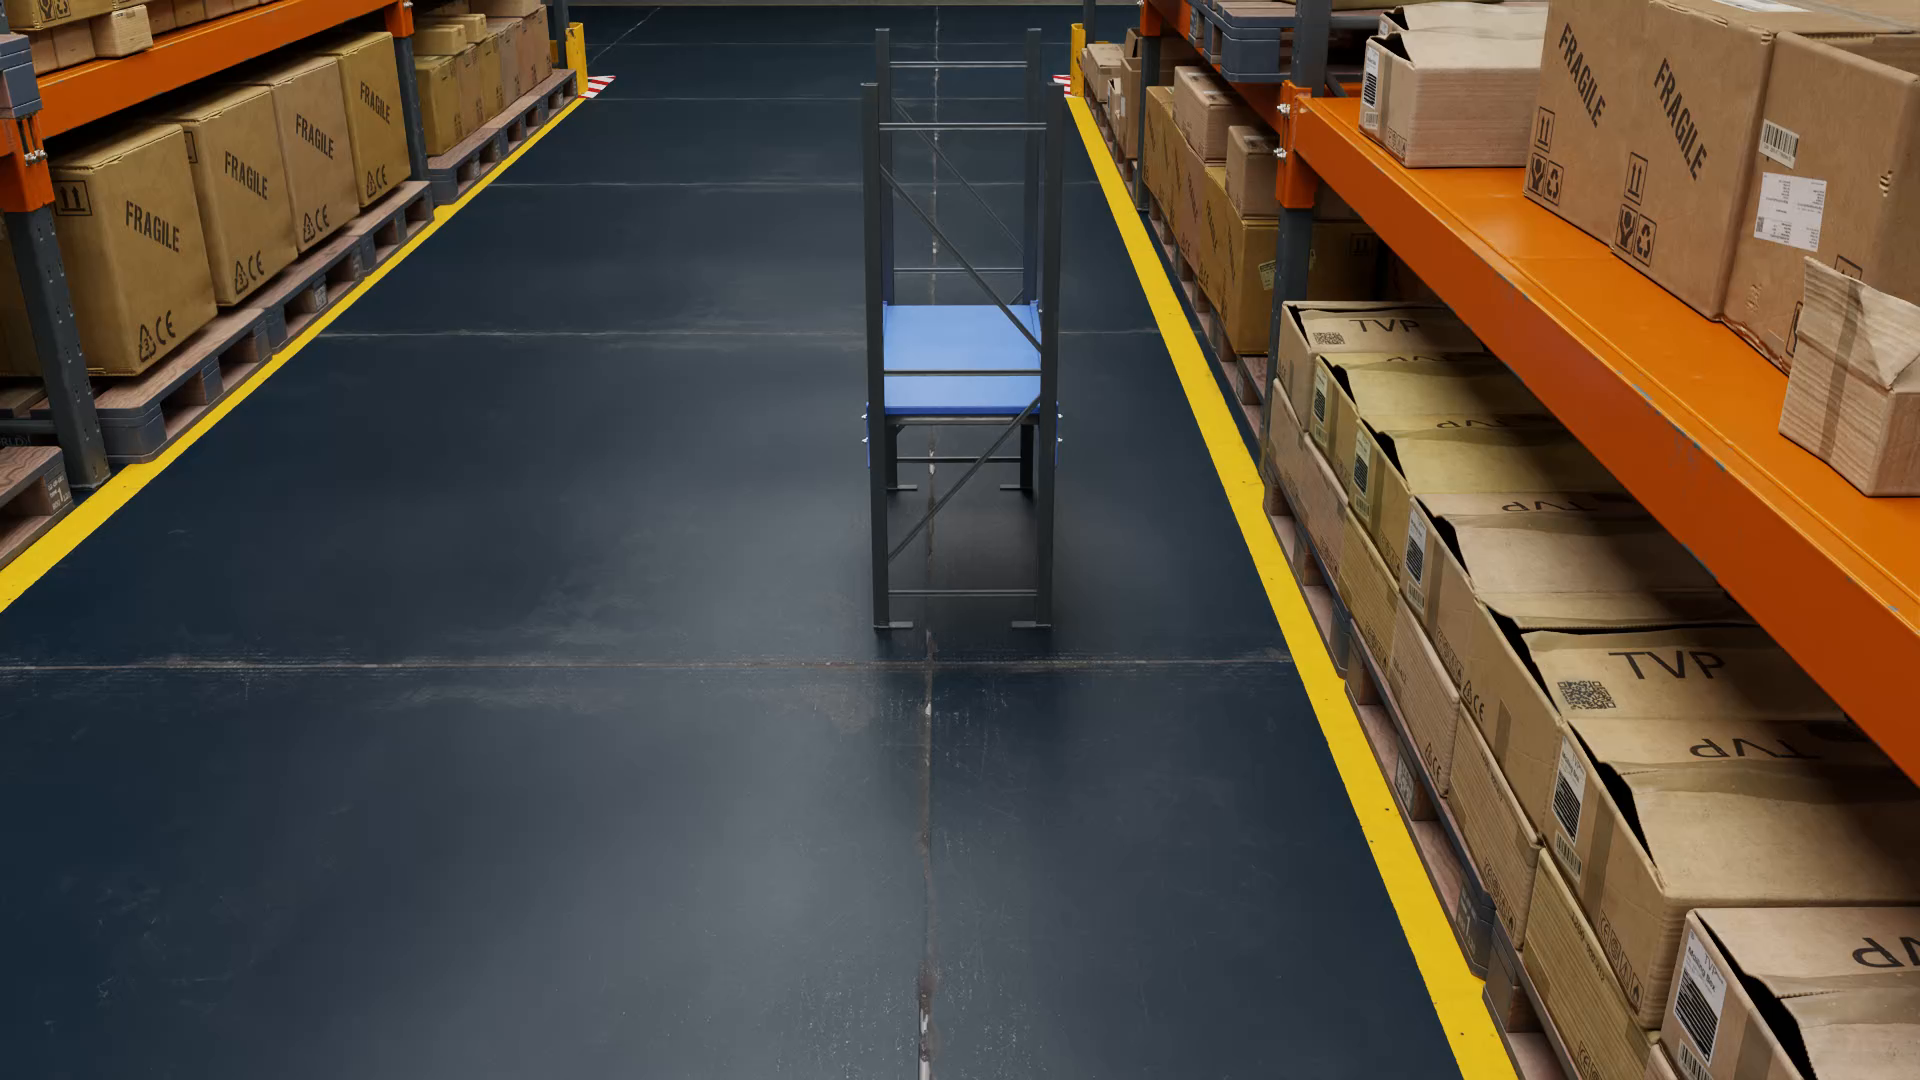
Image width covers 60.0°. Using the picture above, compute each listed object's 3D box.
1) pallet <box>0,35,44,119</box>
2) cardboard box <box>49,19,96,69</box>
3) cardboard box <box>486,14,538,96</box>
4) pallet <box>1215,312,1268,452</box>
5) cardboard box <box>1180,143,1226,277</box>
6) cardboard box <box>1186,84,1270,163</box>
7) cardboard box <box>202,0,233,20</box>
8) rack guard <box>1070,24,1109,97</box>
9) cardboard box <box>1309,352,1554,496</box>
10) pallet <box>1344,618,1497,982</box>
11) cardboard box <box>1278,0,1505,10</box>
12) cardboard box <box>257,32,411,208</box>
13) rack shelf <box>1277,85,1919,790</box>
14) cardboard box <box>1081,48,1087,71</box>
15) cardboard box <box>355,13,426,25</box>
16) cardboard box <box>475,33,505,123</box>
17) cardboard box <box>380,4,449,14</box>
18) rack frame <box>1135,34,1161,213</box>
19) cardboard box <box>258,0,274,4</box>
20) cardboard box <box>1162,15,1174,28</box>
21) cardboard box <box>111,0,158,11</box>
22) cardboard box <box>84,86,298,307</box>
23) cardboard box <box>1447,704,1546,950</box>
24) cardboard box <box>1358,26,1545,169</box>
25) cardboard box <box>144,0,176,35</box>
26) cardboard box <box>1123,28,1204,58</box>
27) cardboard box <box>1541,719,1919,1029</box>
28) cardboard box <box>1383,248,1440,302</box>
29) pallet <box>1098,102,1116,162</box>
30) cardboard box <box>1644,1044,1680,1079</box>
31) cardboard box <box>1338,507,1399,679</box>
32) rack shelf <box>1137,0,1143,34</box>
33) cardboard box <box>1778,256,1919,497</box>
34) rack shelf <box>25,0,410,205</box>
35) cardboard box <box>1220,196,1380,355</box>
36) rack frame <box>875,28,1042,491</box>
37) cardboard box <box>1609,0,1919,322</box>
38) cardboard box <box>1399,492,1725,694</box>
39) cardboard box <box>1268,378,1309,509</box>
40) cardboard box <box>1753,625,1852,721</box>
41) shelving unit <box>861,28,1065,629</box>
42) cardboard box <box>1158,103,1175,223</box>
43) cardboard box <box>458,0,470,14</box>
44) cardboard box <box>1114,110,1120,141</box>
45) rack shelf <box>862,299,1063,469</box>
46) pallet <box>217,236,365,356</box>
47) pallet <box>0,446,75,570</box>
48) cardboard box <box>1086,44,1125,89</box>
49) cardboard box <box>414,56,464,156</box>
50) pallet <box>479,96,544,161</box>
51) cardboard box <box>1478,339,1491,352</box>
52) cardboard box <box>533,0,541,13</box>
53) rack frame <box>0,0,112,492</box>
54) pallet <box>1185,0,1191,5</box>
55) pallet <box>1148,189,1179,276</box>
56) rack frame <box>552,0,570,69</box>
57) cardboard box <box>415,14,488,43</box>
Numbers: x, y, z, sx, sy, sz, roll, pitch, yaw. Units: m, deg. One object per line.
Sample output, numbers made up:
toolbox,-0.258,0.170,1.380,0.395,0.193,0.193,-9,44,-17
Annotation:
pallet,-3.304,-1.173,4.437,1.213,0.211,1.003,0,24,-1
cardboard box,-3.184,-1.689,5.625,0.380,0.149,0.250,0,24,0
cardboard box,-3.392,-3.409,11.671,0.700,0.500,0.500,0,24,-1
pallet,1.565,-0.615,6.354,1.003,0.211,1.213,0,24,-1
cardboard box,1.273,-1.453,7.322,0.500,0.500,0.500,-1,24,-3
cardboard box,1.270,-1.810,7.202,0.500,0.250,0.500,-1,24,-2
cardboard box,-3.218,-2.217,6.793,0.380,0.149,0.250,0,24,0
rack guard,1.448,-3.704,12.833,1.175,0.500,0.348,0,24,-1
cardboard box,1.261,-0.338,4.504,0.500,0.311,0.500,-1,24,-2
pallet,1.515,0.534,3.814,1.003,0.211,1.213,0,24,-1
cardboard box,1.415,-2.074,5.564,0.700,0.500,0.500,-9,26,-18
cardboard box,-3.325,-2.147,8.456,0.750,0.750,0.750,0,24,0
rack shelf,1.557,-0.426,3.425,1.077,0.370,4.000,0,24,-1
cardboard box,1.109,-3.602,12.499,0.380,0.149,0.250,0,24,-1
cardboard box,-3.578,-3.228,10.484,0.380,0.149,0.250,0,24,0
cardboard box,-3.373,-2.982,10.727,0.700,0.500,0.500,0,24,1
cardboard box,-3.584,-3.439,10.950,0.380,0.149,0.250,0,24,0
rack frame,1.491,-3.226,8.743,1.000,3.000,0.127,0,24,-1
cardboard box,-3.205,-2.435,7.275,0.380,0.149,0.250,-1,24,-2
cardboard box,1.700,-3.713,12.319,0.500,0.500,0.500,0,24,-1
cardboard box,-3.164,-2.161,5.882,0.500,0.500,0.500,1,24,1
cardboard box,-3.298,-1.430,6.872,0.750,0.750,0.750,0,24,-1
cardboard box,1.274,0.543,3.236,0.500,0.250,0.500,0,24,1
cardboard box,1.351,-1.168,4.300,0.500,0.311,0.500,-1,24,-1
cardboard box,-3.240,-2.009,6.333,0.380,0.149,0.250,0,24,1
cardboard box,1.466,-3.063,10.878,0.797,0.503,0.637,0,24,-1
cardboard box,1.276,0.496,2.659,0.500,0.311,0.500,0,24,1
cardboard box,1.816,-0.828,5.941,0.500,0.500,0.500,1,24,2
pallet,1.469,-2.742,11.058,1.003,0.211,1.213,0,24,-1
cardboard box,1.284,0.962,2.309,0.500,0.250,0.500,0,24,-1
cardboard box,1.265,0.122,4.167,0.500,0.250,0.500,-1,24,-2
rack shelf,1.469,-3.722,10.713,1.077,0.370,4.000,0,24,-1
cardboard box,1.385,-0.230,2.281,0.396,0.266,0.258,-1,24,-2
rack shelf,-3.440,-2.050,7.016,1.077,0.370,4.000,0,24,-1
cardboard box,1.290,-1.024,6.373,0.500,0.500,0.500,1,24,2
rack frame,-0.005,-0.858,5.326,0.500,1.500,0.032,0,24,-1
cardboard box,1.575,-0.715,3.070,0.500,0.500,0.500,0,24,0
cardboard box,1.271,0.084,3.571,0.500,0.311,0.500,-1,24,-1
cardboard box,1.247,-0.299,5.099,0.500,0.250,0.500,0,24,-1
cardboard box,1.816,0.285,3.125,0.500,0.311,0.500,-1,24,-2
shelving unit,0.001,-0.648,4.863,0.538,1.500,1.048,0,24,-1
cardboard box,1.270,-1.867,8.238,0.500,0.500,0.500,0,24,0
cardboard box,-3.591,-3.649,11.415,0.380,0.149,0.250,0,24,0
cardboard box,1.137,-2.515,10.097,0.380,0.149,0.250,0,24,-1
rack shelf,0.001,-0.484,4.937,0.538,0.185,1.000,0,24,-1
pallet,-3.362,-1.110,7.448,1.003,0.211,1.213,0,24,-1
pallet,-3.411,0.039,4.909,1.003,0.211,1.213,0,24,-1
cardboard box,1.175,-3.391,11.909,0.500,0.250,0.500,0,24,-1
cardboard box,-3.368,-2.563,9.801,0.700,0.500,0.500,0,24,0
pallet,-3.408,-2.749,11.073,1.003,0.211,1.213,0,24,-1
cardboard box,1.787,-0.557,4.988,0.500,0.311,0.500,0,24,1
cardboard box,-3.214,-3.858,11.878,0.380,0.149,0.250,-1,24,-1
rack frame,-3.418,-1.554,5.046,1.000,3.000,0.127,0,24,-1
pallet,1.509,-2.292,6.910,1.003,0.211,1.213,0,24,-1
pallet,1.538,-1.620,8.577,1.003,0.211,1.213,0,24,-1
rack frame,-3.506,-4.850,12.335,1.000,3.000,0.127,0,24,-1
cardboard box,-3.195,-3.216,10.457,0.380,0.149,0.250,-1,24,-2
